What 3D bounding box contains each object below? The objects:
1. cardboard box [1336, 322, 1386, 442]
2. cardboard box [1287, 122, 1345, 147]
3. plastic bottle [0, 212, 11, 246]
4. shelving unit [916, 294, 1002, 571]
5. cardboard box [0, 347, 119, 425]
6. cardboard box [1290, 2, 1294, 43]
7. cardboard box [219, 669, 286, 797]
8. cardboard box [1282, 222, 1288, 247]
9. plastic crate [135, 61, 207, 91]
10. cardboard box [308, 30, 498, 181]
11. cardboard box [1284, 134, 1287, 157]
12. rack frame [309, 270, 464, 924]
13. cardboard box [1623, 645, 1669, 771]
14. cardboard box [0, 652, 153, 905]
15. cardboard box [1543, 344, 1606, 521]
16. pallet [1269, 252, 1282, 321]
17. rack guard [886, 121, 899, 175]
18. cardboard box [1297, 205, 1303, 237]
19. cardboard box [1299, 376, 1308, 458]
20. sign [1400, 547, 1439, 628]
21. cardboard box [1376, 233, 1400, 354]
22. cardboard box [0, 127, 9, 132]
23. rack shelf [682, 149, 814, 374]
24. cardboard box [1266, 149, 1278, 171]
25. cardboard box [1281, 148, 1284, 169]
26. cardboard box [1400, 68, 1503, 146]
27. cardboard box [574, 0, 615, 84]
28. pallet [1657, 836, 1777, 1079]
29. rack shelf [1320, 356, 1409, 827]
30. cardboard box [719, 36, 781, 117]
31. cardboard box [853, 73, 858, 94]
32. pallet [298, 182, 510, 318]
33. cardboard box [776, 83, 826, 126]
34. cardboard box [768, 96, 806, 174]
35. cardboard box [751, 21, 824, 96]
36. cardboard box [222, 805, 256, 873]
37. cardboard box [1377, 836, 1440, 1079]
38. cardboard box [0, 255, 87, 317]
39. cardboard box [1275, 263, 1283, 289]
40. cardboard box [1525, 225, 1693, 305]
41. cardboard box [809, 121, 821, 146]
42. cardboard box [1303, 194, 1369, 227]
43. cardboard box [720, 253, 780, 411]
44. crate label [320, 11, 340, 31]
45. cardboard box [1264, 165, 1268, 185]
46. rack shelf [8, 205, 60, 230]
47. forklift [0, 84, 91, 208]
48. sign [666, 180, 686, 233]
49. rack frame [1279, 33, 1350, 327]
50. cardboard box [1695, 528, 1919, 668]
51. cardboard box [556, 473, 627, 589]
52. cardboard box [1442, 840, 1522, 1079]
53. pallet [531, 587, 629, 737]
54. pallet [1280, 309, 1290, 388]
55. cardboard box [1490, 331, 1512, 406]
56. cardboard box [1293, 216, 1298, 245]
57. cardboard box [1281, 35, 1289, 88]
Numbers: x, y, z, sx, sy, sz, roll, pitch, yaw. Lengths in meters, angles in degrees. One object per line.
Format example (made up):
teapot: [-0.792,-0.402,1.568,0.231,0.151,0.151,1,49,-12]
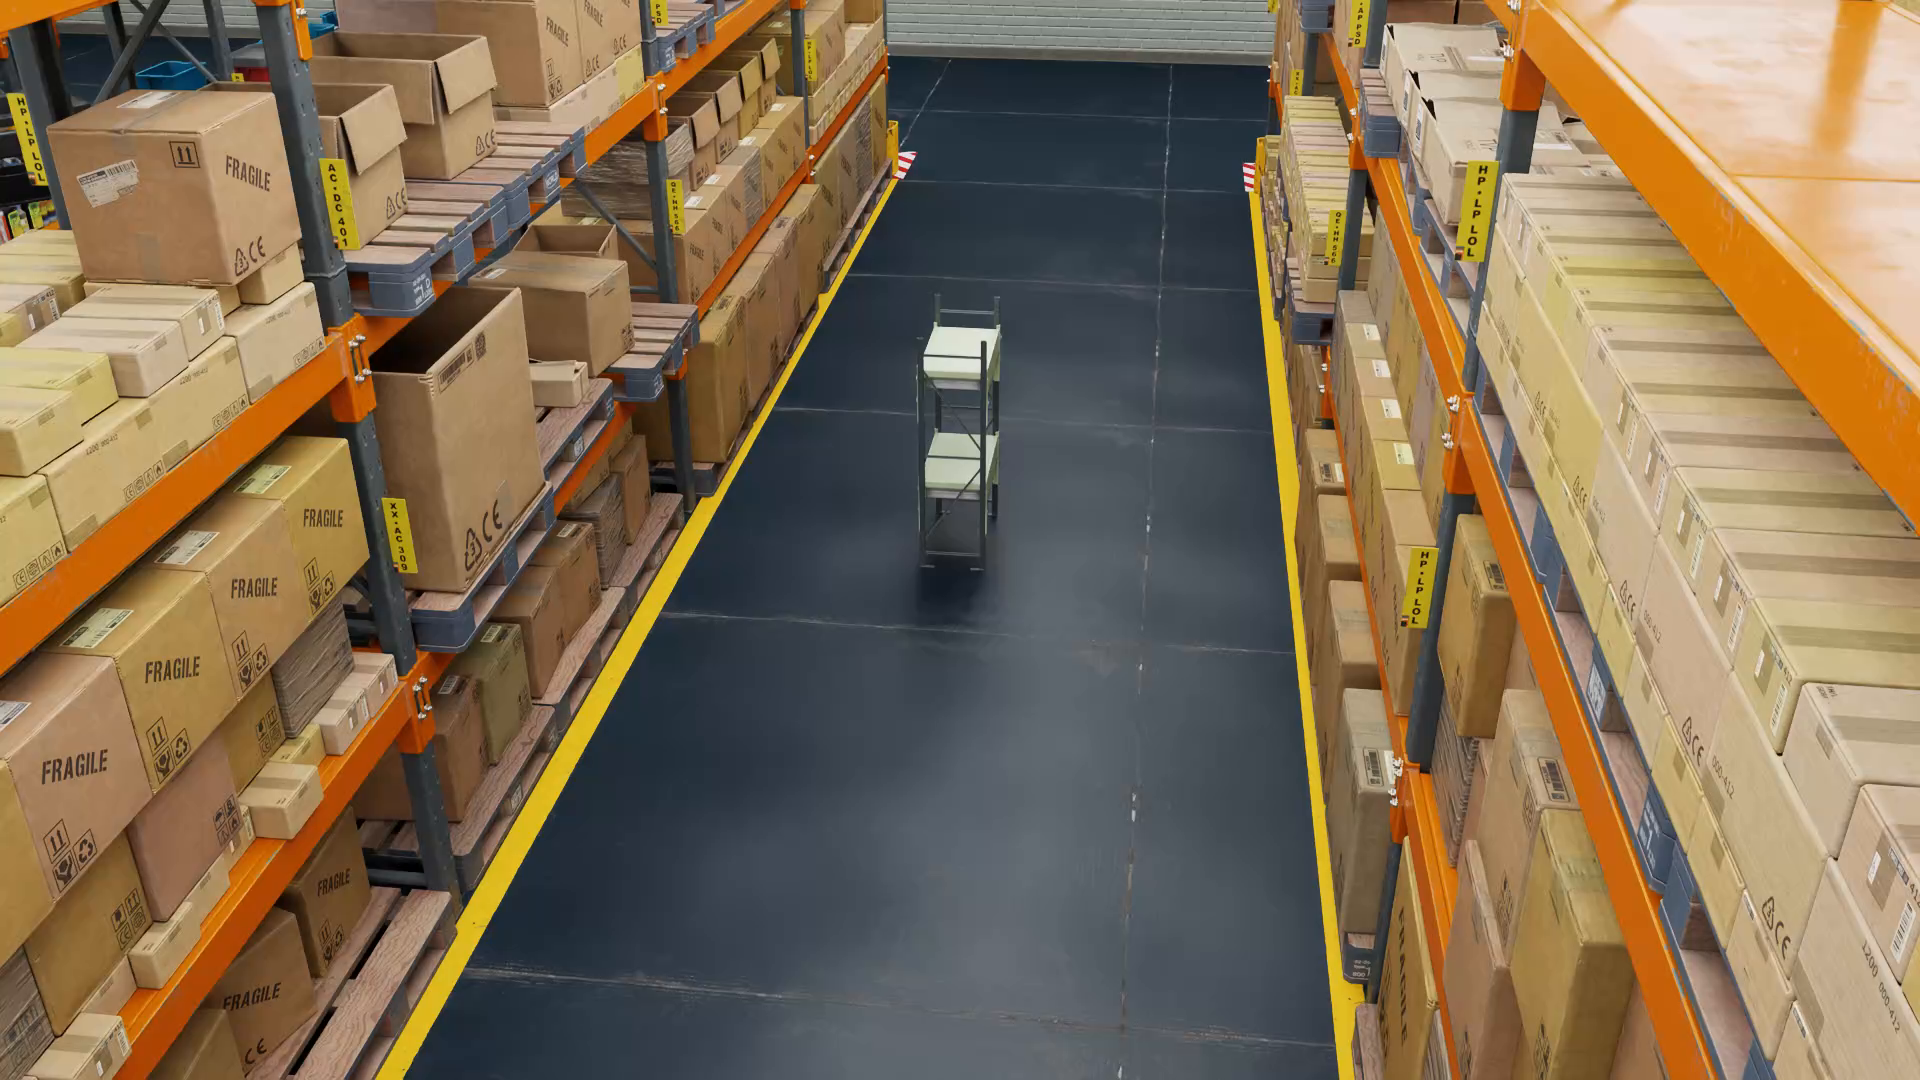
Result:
cardboard box: [2.287,-0.818,8.793,0.500,0.500,0.500,3,28,6]
cardboard box: [2.560,-2.900,11.958,0.380,0.149,0.250,3,28,6]
plastic bottle: [-6.726,-2.181,11.559,0.152,0.276,0.135,3,28,6]
shelving unit: [-0.001,-0.657,10.181,0.431,1.500,0.755,3,28,6]
cardboard box: [-2.665,-0.430,4.754,0.380,0.149,0.250,4,29,8]
cardboard box: [3.084,-4.428,14.126,0.500,0.500,0.500,4,29,8]
cardboard box: [-2.944,0.604,5.839,0.875,0.500,0.500,3,28,6]
cardboard box: [2.937,-2.589,14.121,0.380,0.149,0.250,4,29,7]
plastic crate: [-6.948,-3.975,14.711,0.392,0.384,0.575,3,28,6]
cardboard box: [-2.460,-1.872,7.141,0.797,0.503,0.637,5,29,8]
cardboard box: [2.594,-2.895,12.262,0.380,0.149,0.250,4,29,7]
rack frame: [-2.731,0.338,6.753,1.000,3.000,0.127,3,28,6]
cardboard box: [1.550,0.343,3.296,0.380,0.149,0.250,4,29,7]
cardboard box: [-2.700,0.656,4.688,0.500,0.500,0.500,3,28,6]
cardboard box: [1.720,-0.252,3.981,0.500,0.250,0.500,3,28,6]
pallet: [3.207,-2.183,14.371,1.003,0.211,1.213,3,28,6]
rack guard: [-1.258,-4.222,17.851,1.175,0.500,0.348,3,28,6]
cardboard box: [2.370,-2.041,10.677,0.380,0.149,0.250,3,29,6]
cardboard box: [2.558,-0.863,11.174,0.500,0.500,0.500,4,29,8]
sign: [1.640,0.172,5.924,0.100,0.325,0.005,3,28,6]
cardboard box: [2.544,-1.245,8.530,0.700,0.500,0.500,3,28,5]
cardboard box: [-10.914,-4.711,18.296,0.500,0.500,0.500,3,28,6]
rack shelf: [-1.996,-2.170,12.166,1.077,0.370,4.000,3,28,6]
cardboard box: [3.176,-3.692,16.168,0.380,0.149,0.250,3,28,6]
cardboard box: [2.627,-2.877,12.542,0.380,0.149,0.250,4,29,7]
cardboard box: [2.238,-1.914,7.316,0.500,0.311,0.500,3,28,5]
cardboard box: [-2.103,-2.649,8.501,0.500,0.500,0.500,3,28,6]
pallet: [1.770,0.925,2.593,1.003,0.211,1.213,3,28,6]
rack shelf: [2.424,0.049,8.048,1.077,0.370,4.000,3,28,6]
cardboard box: [-1.821,-3.613,12.922,0.797,0.503,0.637,3,28,5]
cardboard box: [-1.165,-4.294,15.615,0.380,0.149,0.250,4,29,7]
pallet: [-2.549,-1.185,6.614,1.213,0.211,1.003,3,28,6]
cardboard box: [-1.433,-3.699,14.090,0.500,0.250,0.500,3,28,5]
cardboard box: [-1.537,-3.236,13.281,0.500,0.500,0.500,3,29,6]
cardboard box: [-1.438,-4.034,13.921,0.500,0.500,0.500,3,28,6]
cardboard box: [-2.677,1.032,5.729,0.380,0.149,0.250,3,28,6]
cardboard box: [2.033,1.716,5.992,0.875,0.875,0.875,4,29,7]
cardboard box: [-3.042,-0.828,5.492,0.380,0.149,0.250,2,28,4]
cardboard box: [2.870,-2.227,14.075,0.380,0.149,0.250,4,29,7]
cardboard box: [1.736,-0.726,4.440,0.380,0.149,0.250,3,28,6]
cardboard box: [-1.384,-3.437,14.025,0.380,0.149,0.250,3,29,6]
cardboard box: [2.340,-2.044,10.369,0.380,0.149,0.250,4,29,8]
cardboard box: [-2.019,-1.538,12.031,1.225,0.875,0.875,3,29,6]
crate label: [-6.533,-5.454,17.617,0.416,0.233,0.303,3,28,6]
cardboard box: [3.268,-3.677,16.768,0.380,0.149,0.250,4,29,7]
rack shelf: [-6.911,-2.458,12.700,1.077,0.370,4.000,3,28,6]
forklift: [-5.388,-1.242,9.756,1.130,2.935,3.031,-20,34,-32]
sign: [-1.701,-1.993,9.942,0.100,0.325,0.005,3,28,6]
rack frame: [3.160,-3.092,13.119,1.000,3.000,0.127,3,28,6]
cardboard box: [1.519,0.111,2.888,0.380,0.149,0.250,3,29,6]
cardboard box: [-2.358,-0.060,9.663,0.700,0.500,0.500,1,28,2]
cardboard box: [1.918,1.289,4.828,0.875,0.550,0.550,3,28,6]
pallet: [-2.490,0.623,9.164,1.003,0.211,1.213,3,28,6]
pallet: [3.066,-1.498,13.100,1.003,0.211,1.213,3,28,6]
cardboard box: [1.768,-0.492,4.846,0.380,0.149,0.250,3,29,6]
cardboard box: [2.403,-2.024,10.959,0.380,0.149,0.250,2,28,4]
cardboard box: [3.151,-4.231,14.815,0.500,0.500,0.500,3,28,5]
